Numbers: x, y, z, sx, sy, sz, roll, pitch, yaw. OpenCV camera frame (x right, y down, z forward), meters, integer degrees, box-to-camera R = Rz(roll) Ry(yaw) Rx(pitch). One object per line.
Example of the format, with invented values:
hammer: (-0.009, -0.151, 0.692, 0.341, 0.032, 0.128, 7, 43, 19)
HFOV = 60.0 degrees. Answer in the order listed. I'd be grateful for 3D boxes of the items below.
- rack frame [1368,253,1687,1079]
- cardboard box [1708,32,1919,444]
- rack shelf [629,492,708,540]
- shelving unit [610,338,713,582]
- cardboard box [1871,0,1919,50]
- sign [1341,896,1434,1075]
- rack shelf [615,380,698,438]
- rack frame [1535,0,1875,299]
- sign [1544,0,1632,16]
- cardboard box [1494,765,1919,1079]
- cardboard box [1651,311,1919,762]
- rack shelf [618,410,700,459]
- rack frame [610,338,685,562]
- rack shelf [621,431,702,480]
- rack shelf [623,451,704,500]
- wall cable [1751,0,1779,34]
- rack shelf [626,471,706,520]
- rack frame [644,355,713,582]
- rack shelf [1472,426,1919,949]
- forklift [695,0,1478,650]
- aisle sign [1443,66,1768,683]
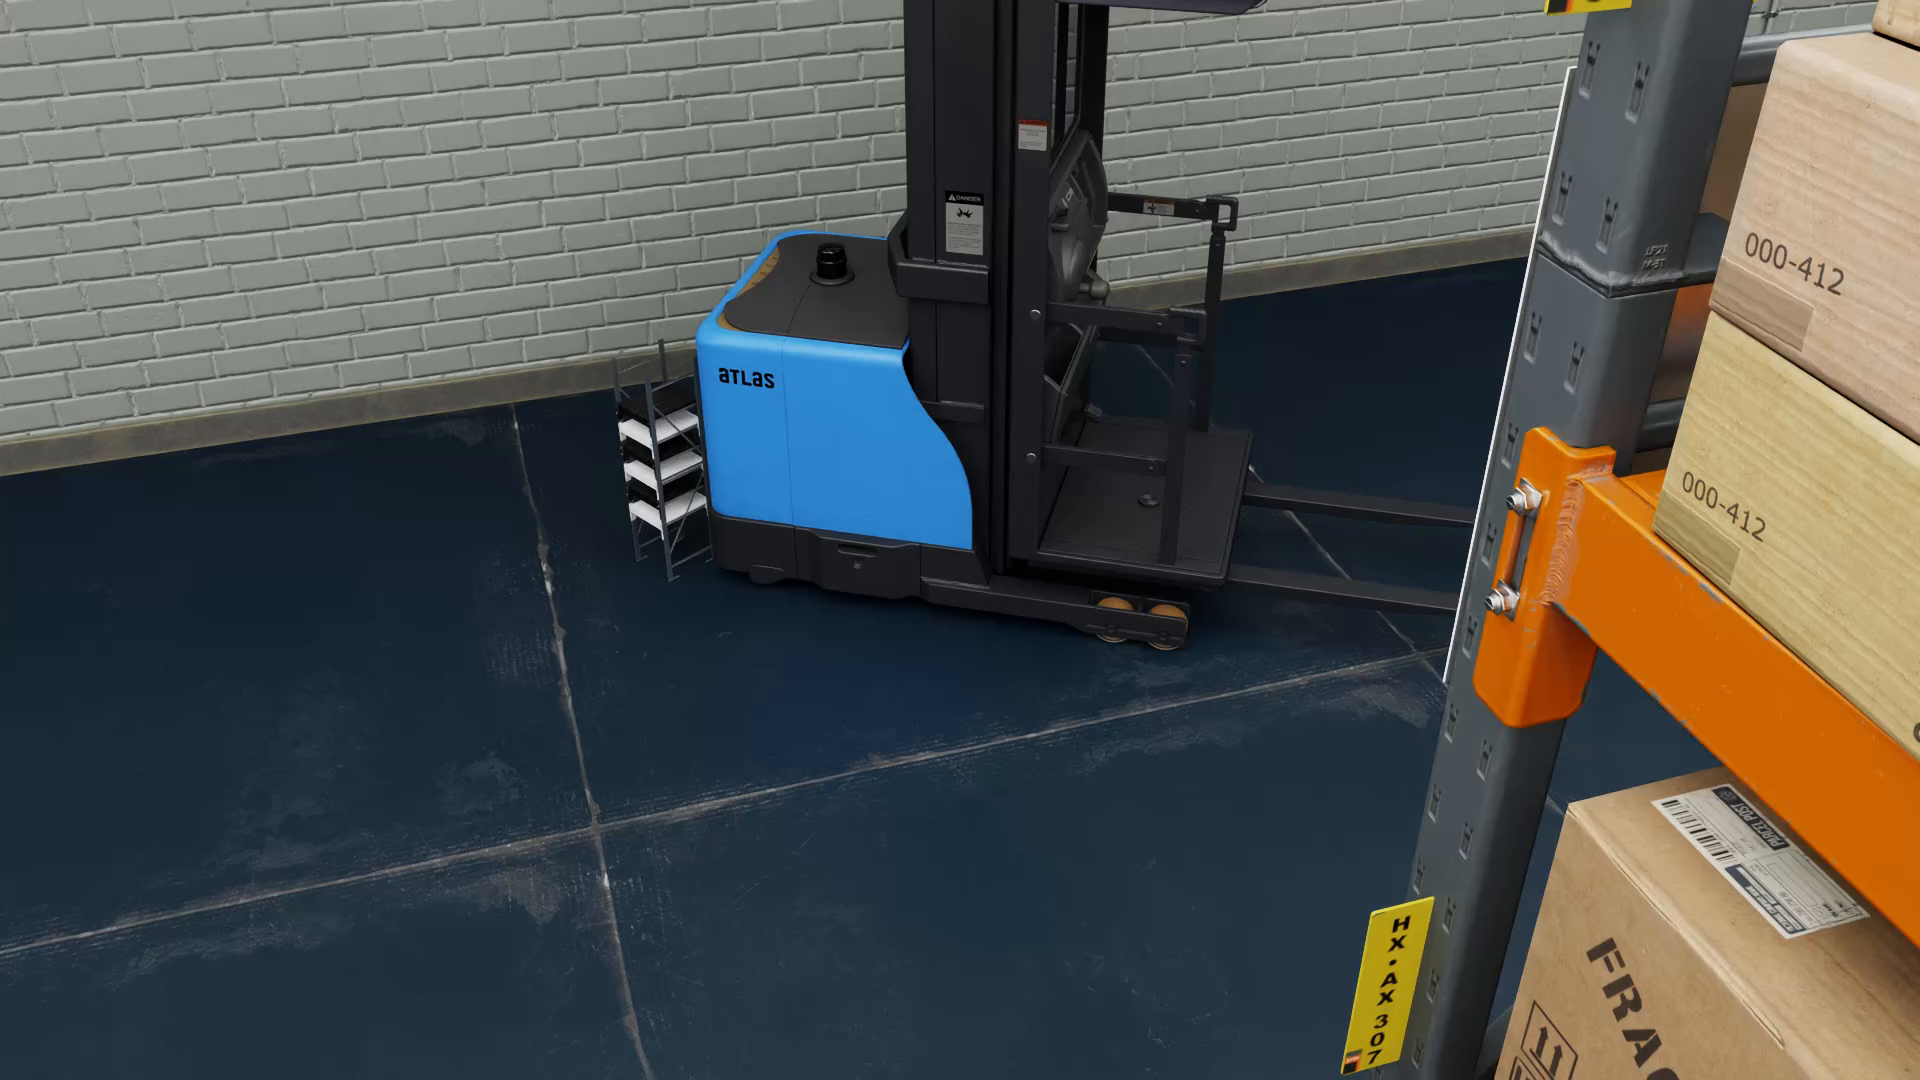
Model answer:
rack frame: (1.110, 0.891, 2.680, 1.000, 3.000, 0.127, -10, 35, -15)
cardboard box: (0.999, -0.227, 1.334, 0.500, 0.250, 0.500, -9, 35, -14)
rack shelf: (-1.130, -0.120, 6.502, 0.200, 0.077, 0.258, 28, 42, 35)
shelving unit: (-1.130, -0.298, 6.385, 0.210, 0.900, 0.258, 28, 42, 35)
cardboard box: (0.992, -0.464, 1.332, 0.380, 0.149, 0.250, -10, 35, -15)
sign: (0.593, 0.621, 2.304, 0.100, 0.325, 0.005, -10, 35, -15)
rack shelf: (-1.130, -0.495, 6.254, 0.200, 0.077, 0.258, 28, 42, 35)
rack frame: (1.110, -1.612, 1.027, 1.000, 3.000, 0.127, -10, 35, -15)
sign: (0.593, -0.634, 1.474, 0.100, 0.325, 0.005, -10, 35, -15)
cardboard box: (0.994, 0.589, 1.871, 0.500, 0.500, 0.500, -10, 35, -15)
cardboard box: (1.003, -0.019, 1.473, 0.500, 0.250, 0.500, -9, 34, -13)
rack shelf: (-1.130, -0.420, 6.304, 0.200, 0.077, 0.258, 28, 42, 35)
rack frame: (-1.203, -0.337, 6.443, 0.006, 0.900, 0.240, 28, 42, 35)
rack shelf: (-1.130, -0.345, 6.353, 0.200, 0.077, 0.258, 28, 42, 35)
rack shelf: (-1.130, -0.270, 6.403, 0.200, 0.077, 0.258, 28, 42, 35)
wall cable: (4.051, -3.388, 8.206, 0.585, 1.953, 0.123, -10, 35, -15)
rack shelf: (-1.130, -0.195, 6.453, 0.200, 0.077, 0.258, 28, 42, 35)
rack frame: (-1.056, -0.259, 6.326, 0.006, 0.900, 0.240, 28, 42, 35)
rack shelf: (1.720, 0.990, 0.463, 1.077, 0.370, 4.000, -10, 35, -15)
forklift: (0.605, -1.141, 5.818, 3.031, 2.935, 1.130, 8, 34, 11)
aisle sign: (0.802, -0.181, 1.945, 0.394, 0.787, 0.004, -10, 35, -15)
